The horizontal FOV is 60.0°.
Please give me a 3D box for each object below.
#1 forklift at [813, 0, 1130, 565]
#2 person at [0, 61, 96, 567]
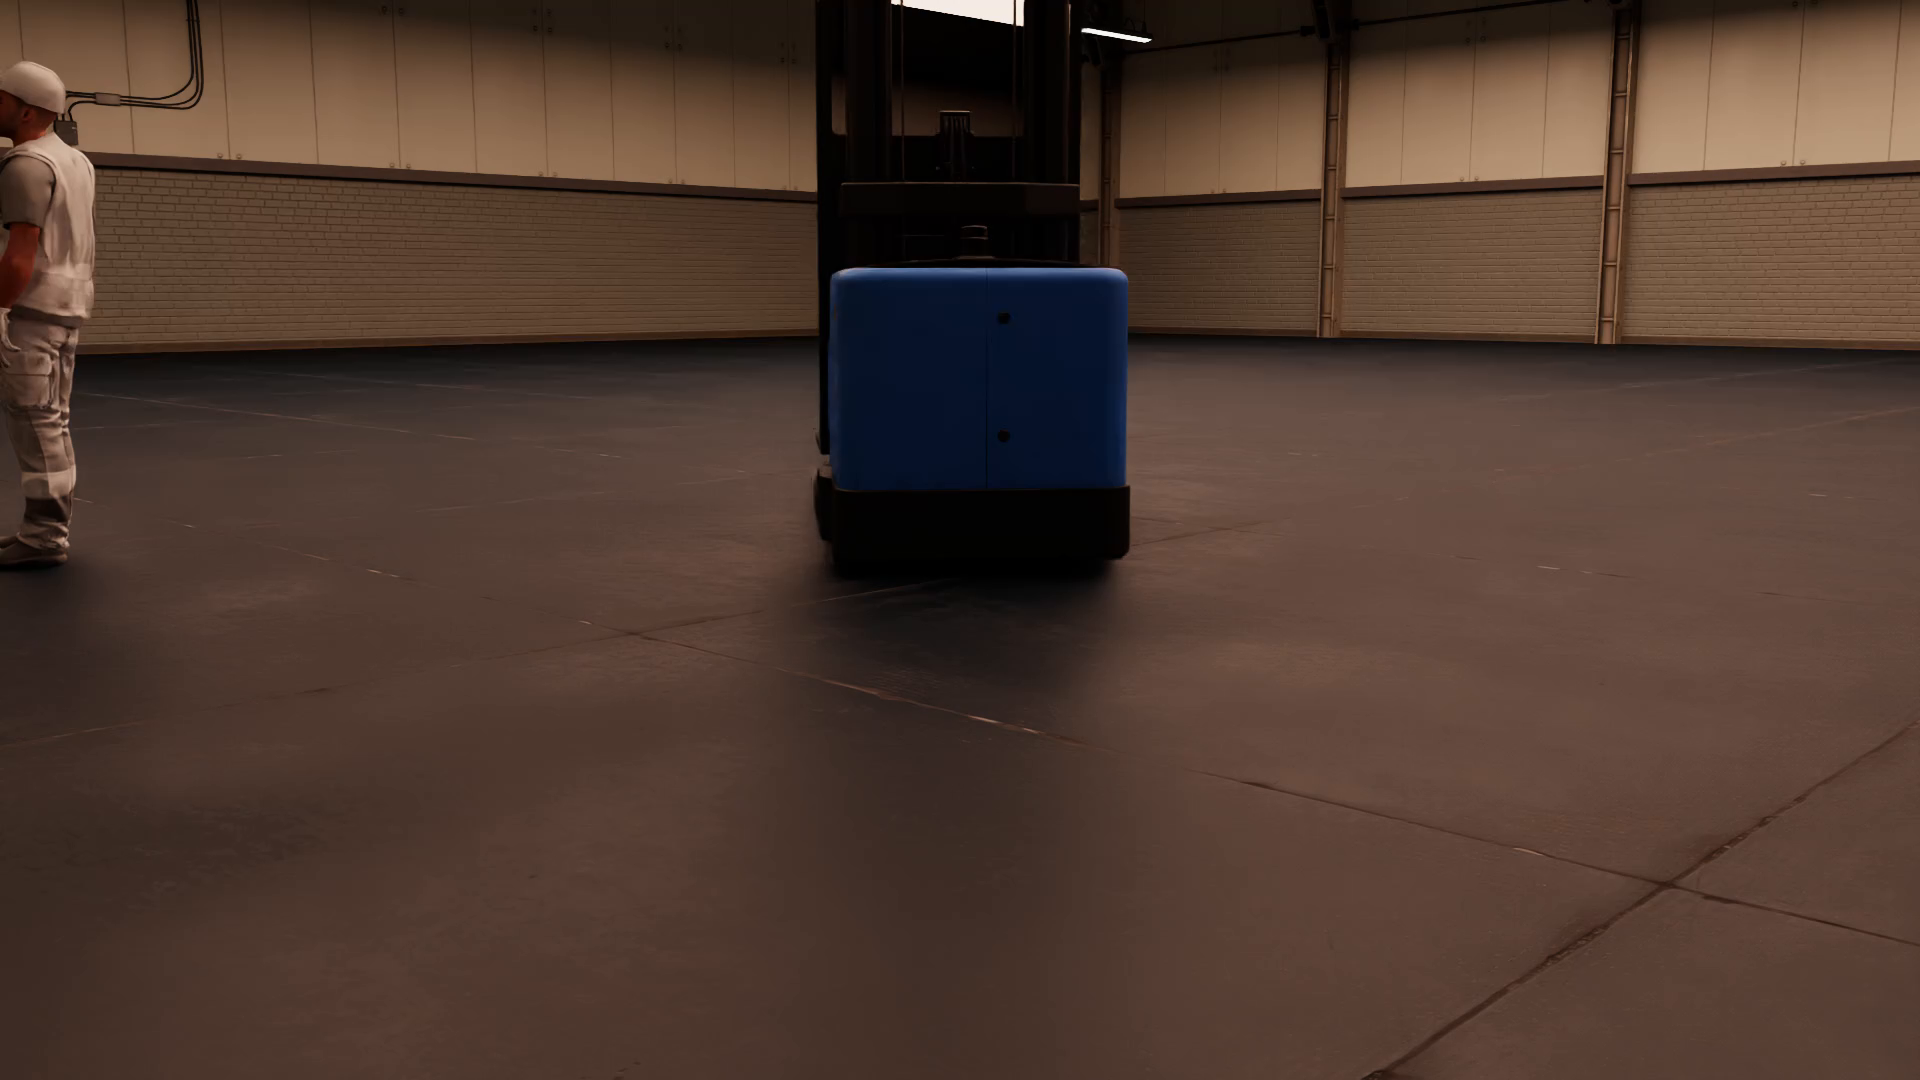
[{"bbox_3d":[-0.076,-1.540,7.100,1.130,2.935,3.031,-1,9,-6],"label":"forklift"},{"bbox_3d":[-3.409,-0.802,6.004,0.545,1.791,0.636,-1,9,-8],"label":"person"}]
